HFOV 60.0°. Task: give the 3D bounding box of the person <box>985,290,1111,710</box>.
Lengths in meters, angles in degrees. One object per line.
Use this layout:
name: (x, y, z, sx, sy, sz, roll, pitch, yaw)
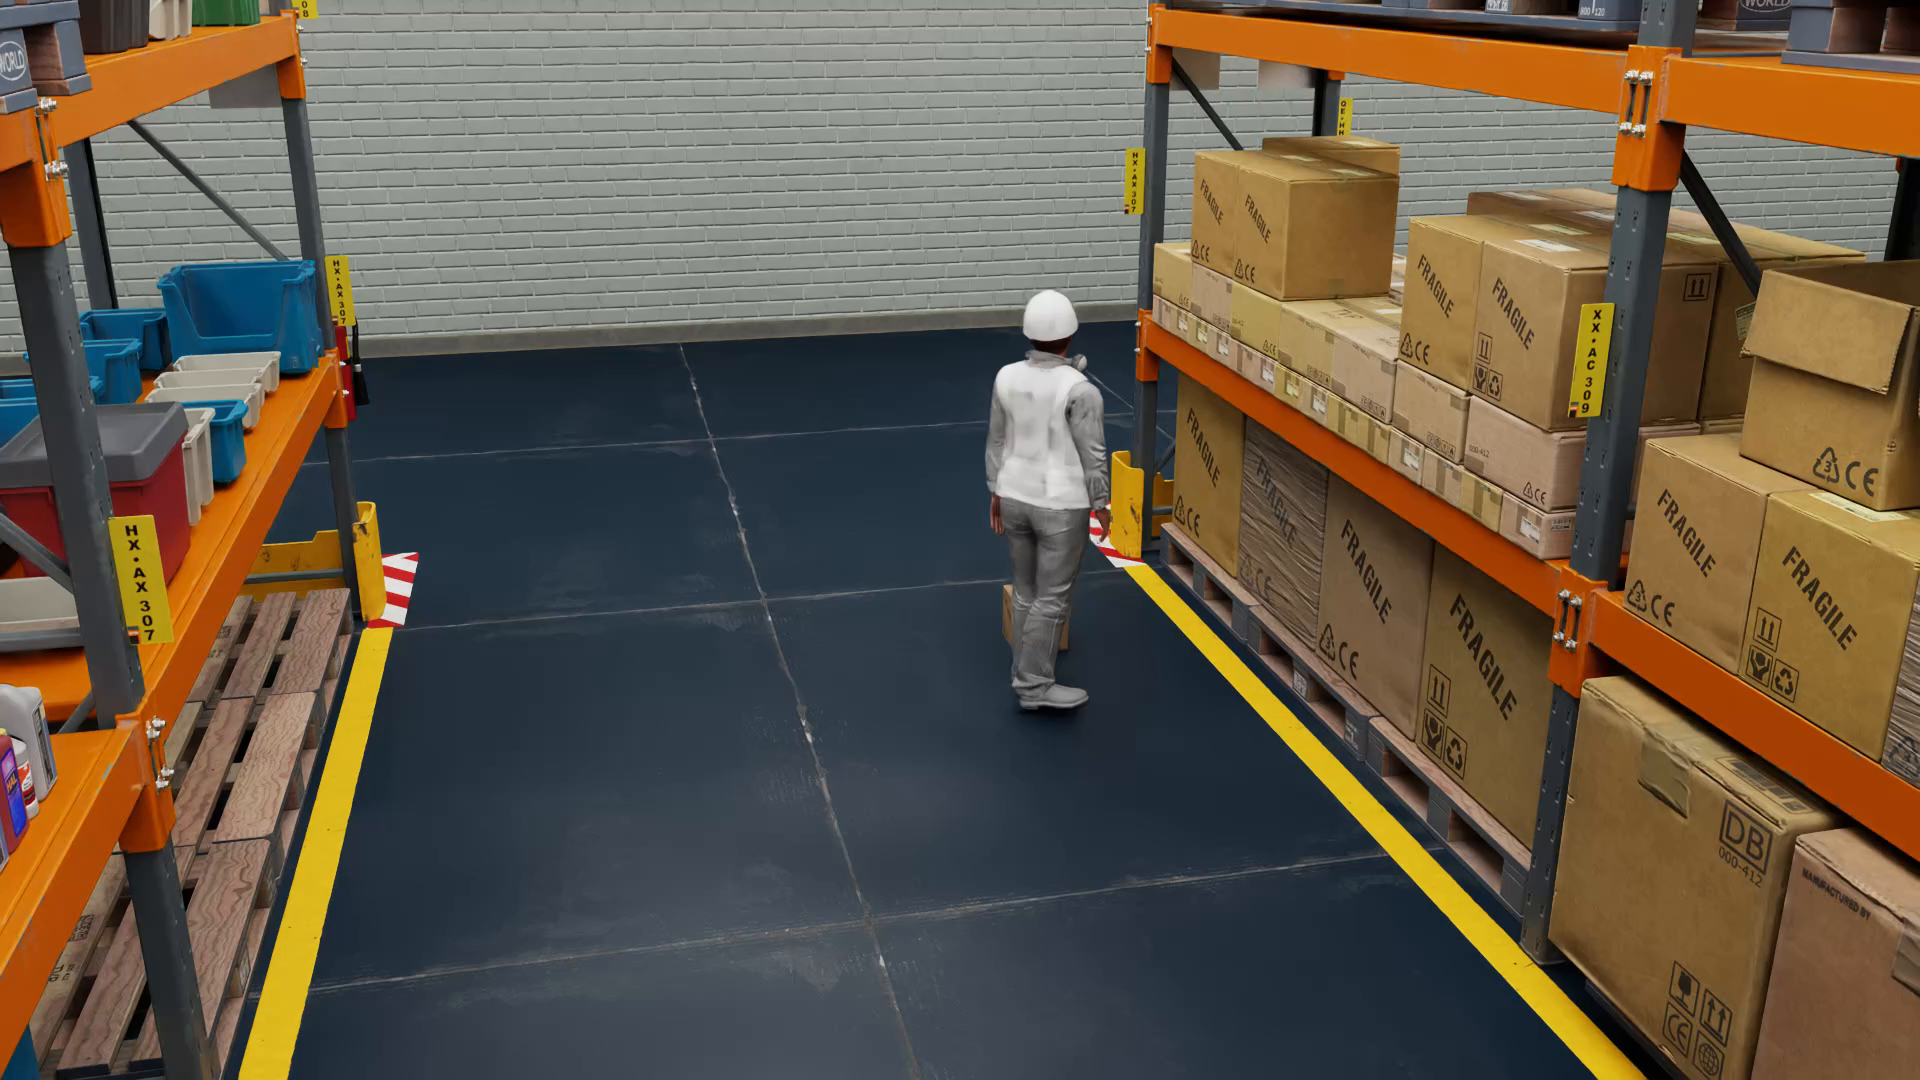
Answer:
person: (0.367, -0.157, 6.926, 0.558, 1.776, 0.382, 16, 25, 37)
